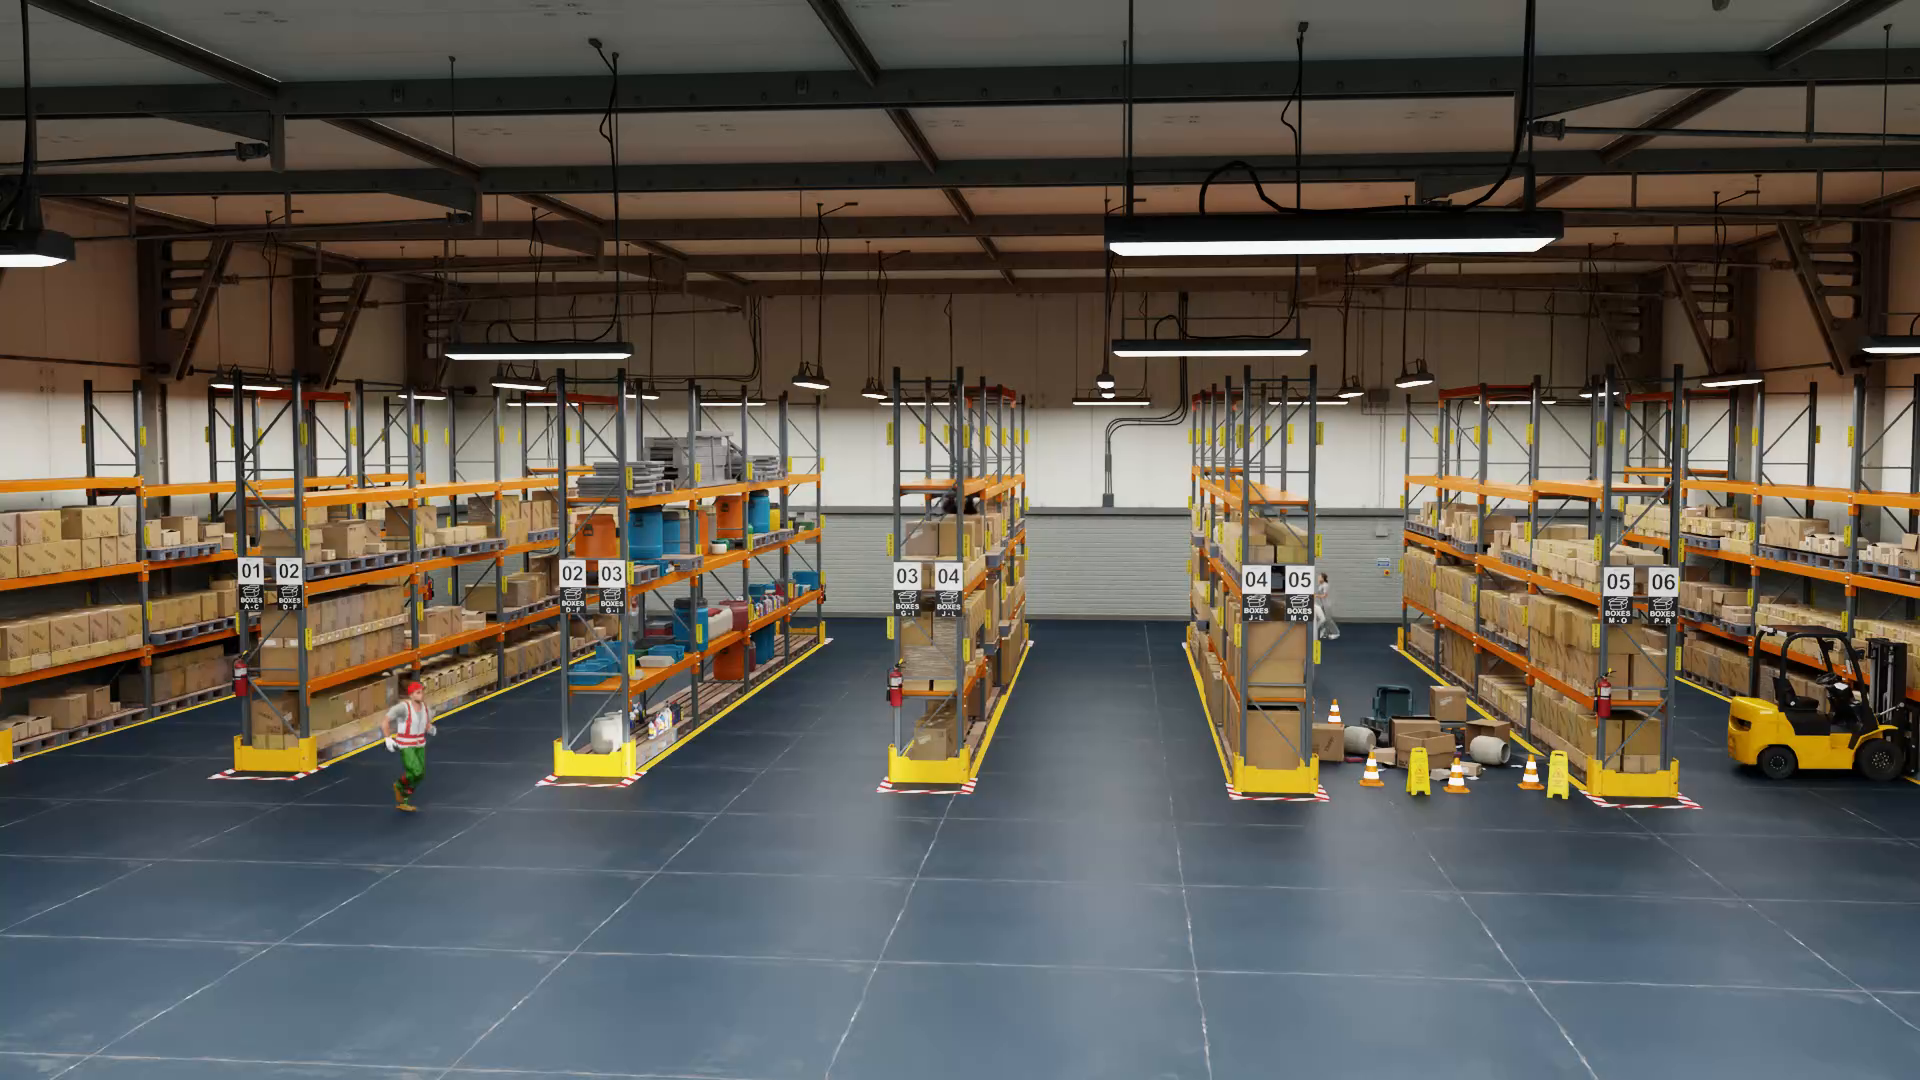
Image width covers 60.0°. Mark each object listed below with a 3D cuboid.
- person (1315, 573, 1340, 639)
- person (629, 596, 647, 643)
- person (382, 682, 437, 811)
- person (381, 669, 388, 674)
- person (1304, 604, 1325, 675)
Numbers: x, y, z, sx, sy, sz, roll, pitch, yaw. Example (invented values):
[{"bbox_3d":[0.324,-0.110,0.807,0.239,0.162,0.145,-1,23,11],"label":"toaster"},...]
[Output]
[{"bbox_3d":[8.996,1.618,40.985,0.785,1.632,0.592,0,4,-5],"label":"person"},{"bbox_3d":[-7.076,1.982,36.229,0.526,1.572,0.744,0,4,-1],"label":"person"},{"bbox_3d":[-7.258,2.756,22.122,0.616,1.732,0.661,2,4,31],"label":"person"},{"bbox_3d":[-11.069,2.221,31.815,0.580,1.658,1.048,0,4,5],"label":"person"},{"bbox_3d":[7.289,1.964,34.886,0.715,1.740,0.633,0,4,4],"label":"person"}]
